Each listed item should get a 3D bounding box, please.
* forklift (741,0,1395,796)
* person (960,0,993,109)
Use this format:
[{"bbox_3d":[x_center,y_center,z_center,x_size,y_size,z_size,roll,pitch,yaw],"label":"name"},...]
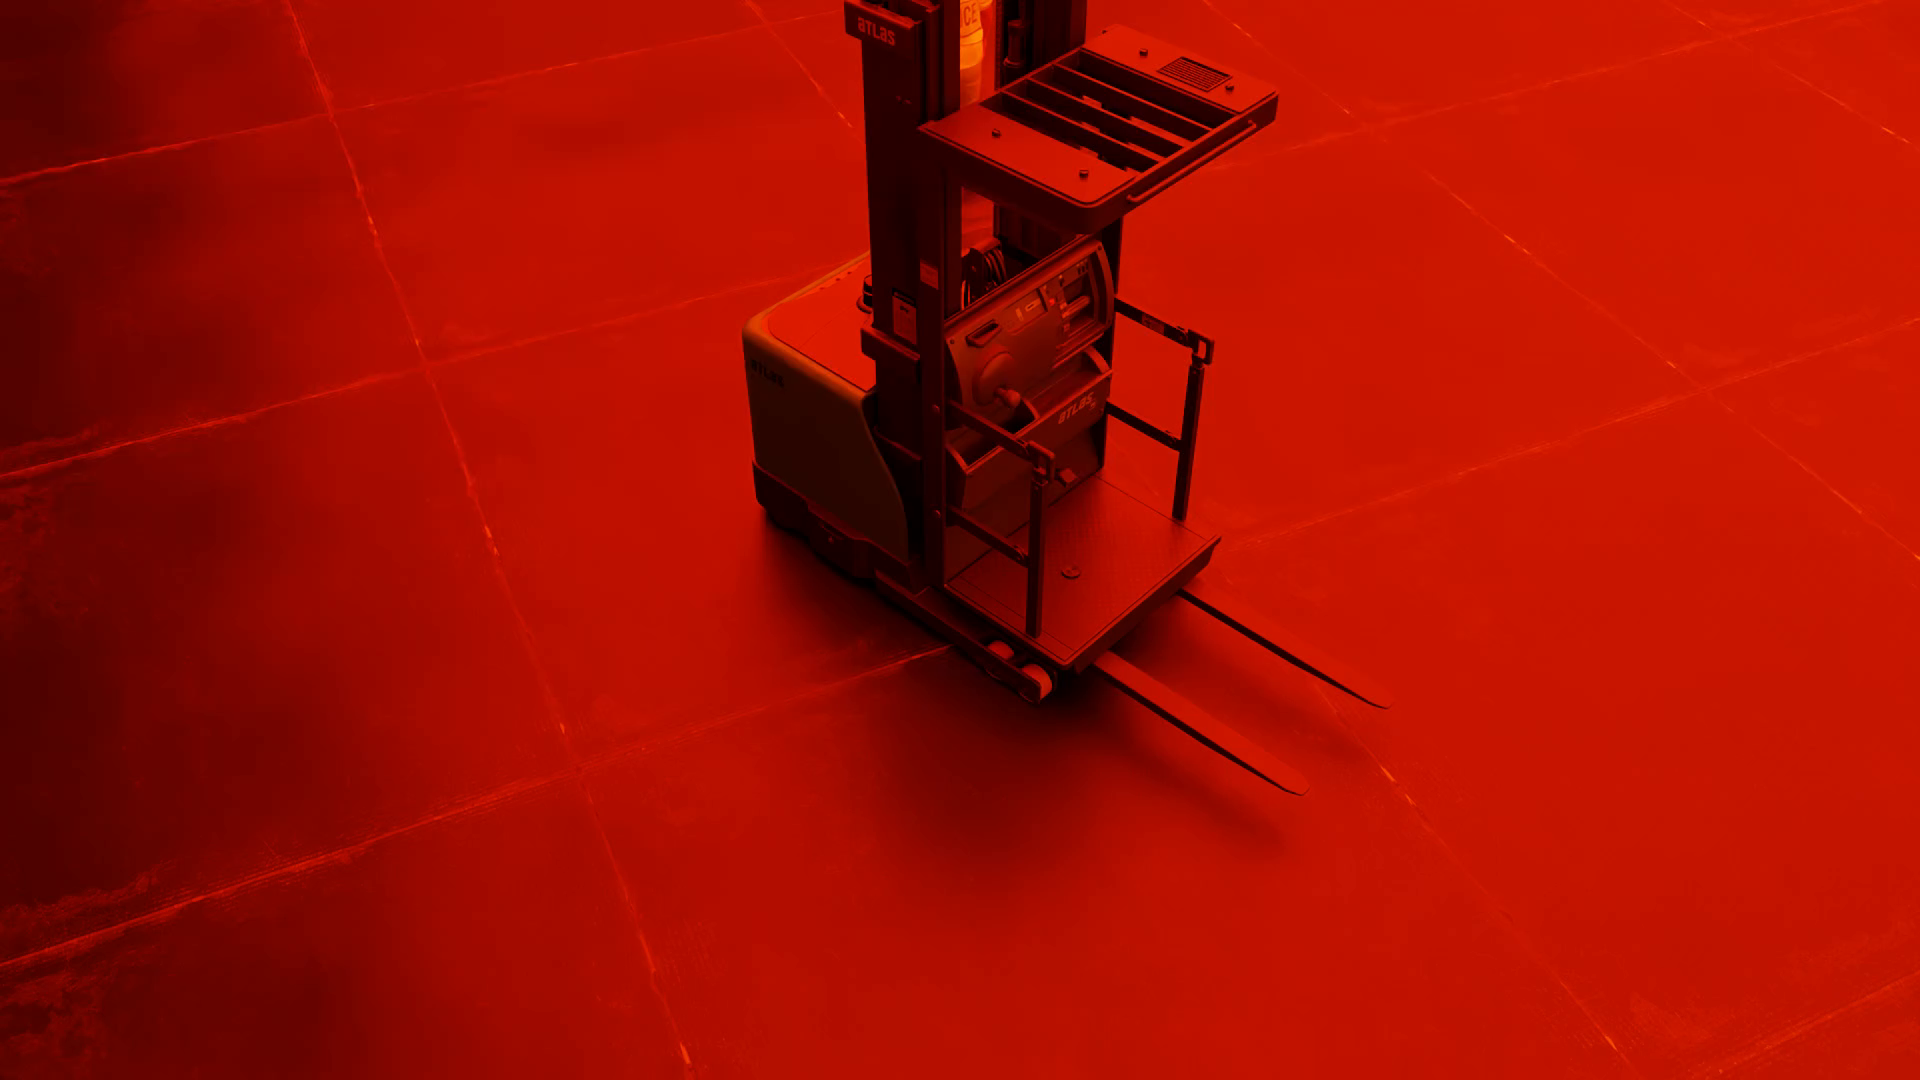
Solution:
[{"bbox_3d":[0.445,-0.788,6.525,3.031,2.935,1.130,32,52,30],"label":"forklift"},{"bbox_3d":[-0.102,-2.823,9.628,0.583,1.675,0.516,-17,46,-18],"label":"person"}]
